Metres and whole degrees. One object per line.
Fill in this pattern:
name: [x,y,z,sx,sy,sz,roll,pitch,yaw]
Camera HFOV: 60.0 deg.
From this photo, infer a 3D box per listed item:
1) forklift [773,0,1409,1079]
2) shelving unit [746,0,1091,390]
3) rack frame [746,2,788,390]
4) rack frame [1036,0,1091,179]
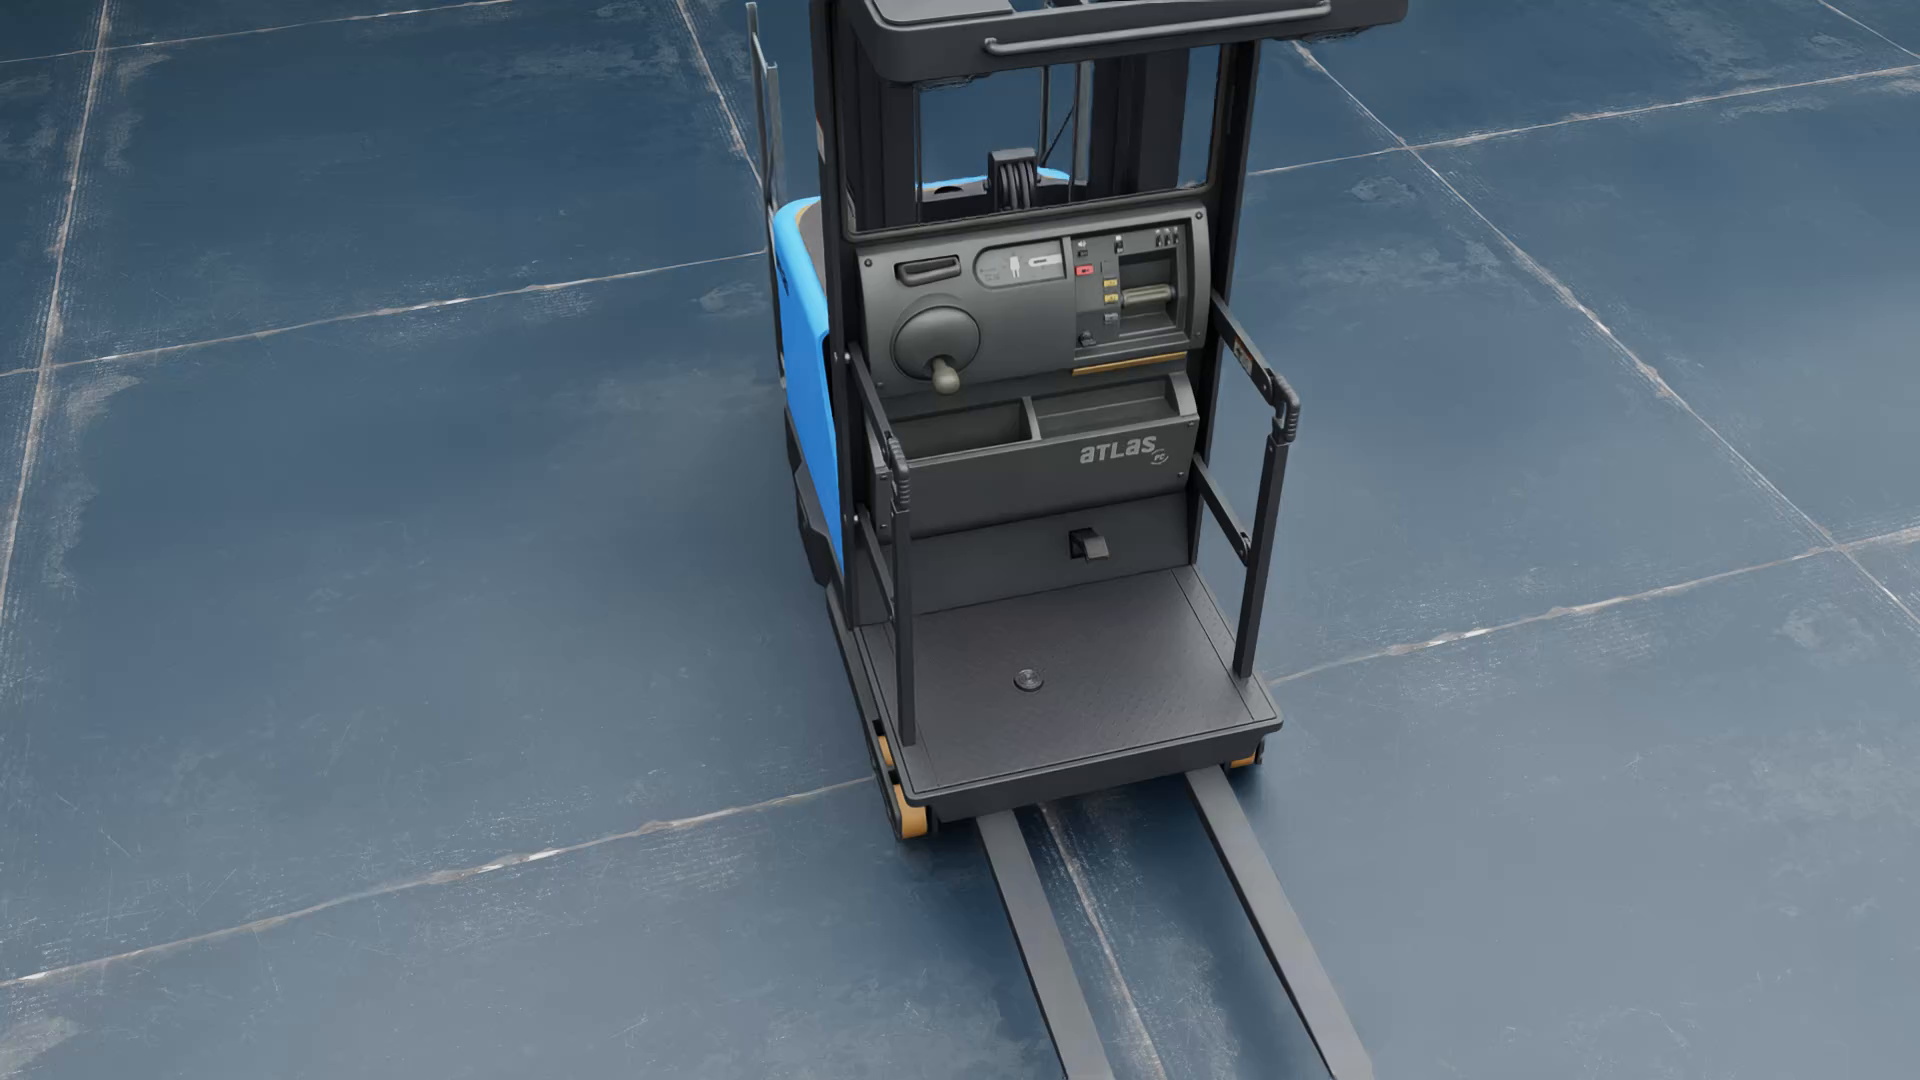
forklift: [0.261,-0.539,4.139,1.130,2.935,3.031,-10,42,-11]
shelving unit: [-0.143,-1.133,5.907,1.048,1.500,0.538,-9,42,-10]
rack frame: [-0.637,-1.057,5.819,0.032,1.500,0.500,-9,42,-10]
rack frame: [0.352,-1.210,5.995,0.032,1.500,0.500,-9,42,-10]
